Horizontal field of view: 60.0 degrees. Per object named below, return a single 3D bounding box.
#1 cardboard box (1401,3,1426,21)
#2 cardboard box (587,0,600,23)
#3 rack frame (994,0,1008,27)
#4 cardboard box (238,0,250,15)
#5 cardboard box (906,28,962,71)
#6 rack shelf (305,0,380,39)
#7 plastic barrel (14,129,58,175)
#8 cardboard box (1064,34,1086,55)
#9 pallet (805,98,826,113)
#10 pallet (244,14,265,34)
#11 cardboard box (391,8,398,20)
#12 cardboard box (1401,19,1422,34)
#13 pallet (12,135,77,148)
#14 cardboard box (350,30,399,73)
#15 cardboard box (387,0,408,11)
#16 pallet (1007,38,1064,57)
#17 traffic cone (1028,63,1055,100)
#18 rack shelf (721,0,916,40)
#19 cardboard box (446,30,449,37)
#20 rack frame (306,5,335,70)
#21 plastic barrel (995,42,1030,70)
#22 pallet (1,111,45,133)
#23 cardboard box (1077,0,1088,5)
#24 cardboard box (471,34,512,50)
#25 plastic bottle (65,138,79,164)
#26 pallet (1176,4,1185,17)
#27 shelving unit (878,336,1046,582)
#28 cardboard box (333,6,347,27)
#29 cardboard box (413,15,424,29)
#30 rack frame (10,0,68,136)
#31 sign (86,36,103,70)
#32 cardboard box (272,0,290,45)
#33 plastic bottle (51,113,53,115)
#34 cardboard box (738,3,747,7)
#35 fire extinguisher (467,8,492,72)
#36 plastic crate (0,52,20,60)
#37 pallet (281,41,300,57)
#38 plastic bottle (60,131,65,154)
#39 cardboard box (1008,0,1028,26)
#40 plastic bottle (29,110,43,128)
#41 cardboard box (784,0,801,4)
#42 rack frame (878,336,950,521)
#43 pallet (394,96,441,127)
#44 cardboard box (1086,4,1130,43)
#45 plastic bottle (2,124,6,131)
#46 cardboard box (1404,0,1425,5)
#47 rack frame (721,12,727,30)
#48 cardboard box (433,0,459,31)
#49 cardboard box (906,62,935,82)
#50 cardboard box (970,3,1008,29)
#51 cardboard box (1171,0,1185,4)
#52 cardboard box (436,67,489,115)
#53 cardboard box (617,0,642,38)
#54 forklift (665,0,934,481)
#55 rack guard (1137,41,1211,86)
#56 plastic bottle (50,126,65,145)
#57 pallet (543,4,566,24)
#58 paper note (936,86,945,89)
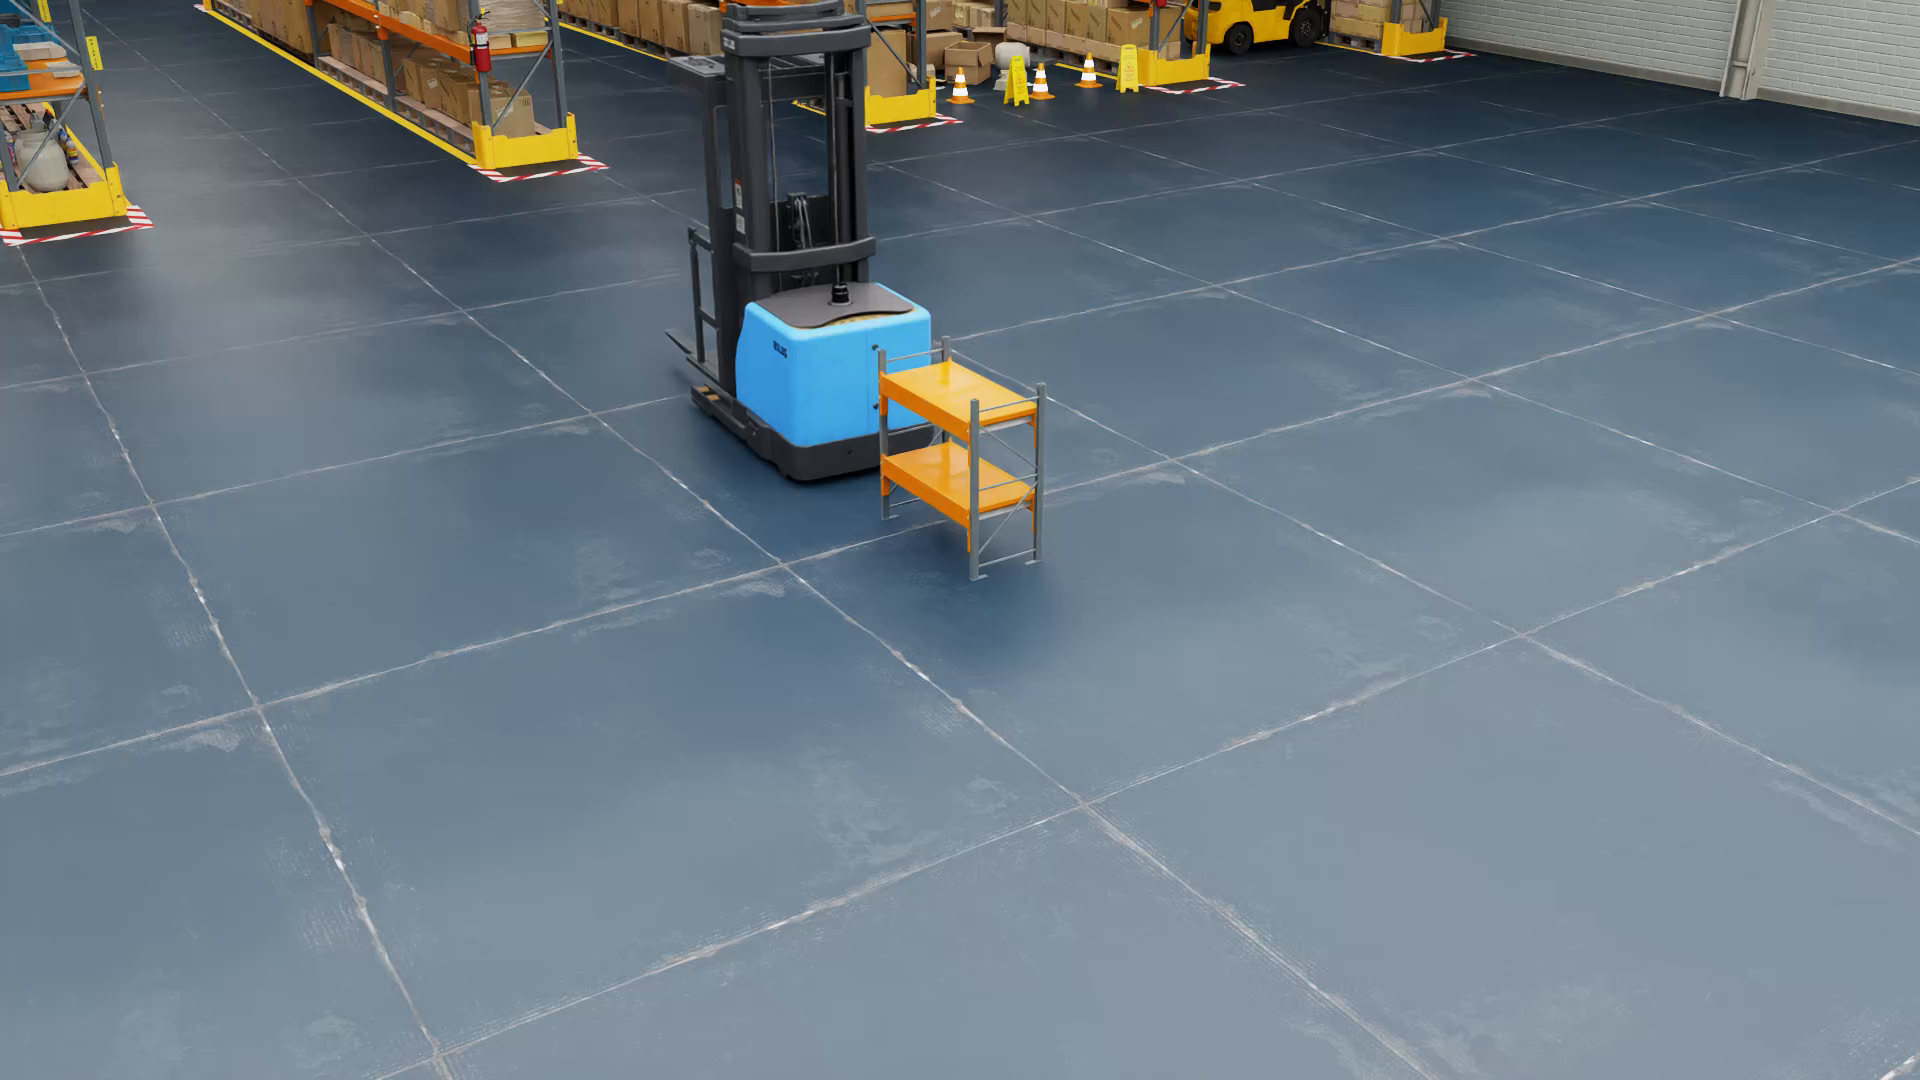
[{"bbox_3d":[7.274,-8.700,27.308,0.500,0.250,0.500,-15,29,-29],"label":"cardboard box"},{"bbox_3d":[-6.118,-9.245,28.755,0.500,0.500,0.500,-14,29,-28],"label":"cardboard box"},{"bbox_3d":[1.016,-9.583,27.036,1.000,3.000,0.127,-16,29,-30],"label":"rack frame"},{"bbox_3d":[-12.439,-9.941,29.791,0.875,0.875,0.875,-16,29,-30],"label":"cardboard box"},{"bbox_3d":[-0.398,-7.456,25.295,0.797,0.637,0.503,-16,29,-30],"label":"cardboard box"},{"bbox_3d":[-8.379,-7.664,23.813,1.077,0.370,4.000,-16,29,-30],"label":"rack shelf"},{"bbox_3d":[-9.950,-4.150,17.950,0.421,0.512,0.421,0,25,0],"label":"plastic barrel"},{"bbox_3d":[1.967,-7.698,25.772,0.500,0.250,0.500,-17,30,-31],"label":"cardboard box"},{"bbox_3d":[-1.394,-5.969,22.648,1.003,0.211,1.213,-16,29,-30],"label":"pallet"},{"bbox_3d":[-12.004,-9.164,29.415,1.003,0.211,1.213,-16,29,-30],"label":"pallet"},{"bbox_3d":[-7.136,-6.838,21.514,0.380,0.149,0.250,-16,29,-30],"label":"cardboard box"},{"bbox_3d":[7.252,-8.478,27.424,0.500,0.250,0.500,-15,29,-29],"label":"cardboard box"},{"bbox_3d":[-11.105,-4.608,19.765,1.003,0.211,1.213,-16,29,-30],"label":"pallet"},{"bbox_3d":[-8.459,-7.141,24.276,0.700,0.500,0.500,-13,28,-25],"label":"cardboard box"},{"bbox_3d":[-6.850,-7.091,21.291,0.875,0.500,0.500,-16,29,-30],"label":"cardboard box"},{"bbox_3d":[1.413,-8.090,27.140,1.003,0.211,1.213,-16,29,-30],"label":"pallet"},{"bbox_3d":[1.140,-6.478,23.430,0.336,0.463,0.334,-16,29,-30],"label":"traffic cone"},{"bbox_3d":[-1.984,-7.353,23.154,1.077,0.370,4.000,-16,29,-30],"label":"rack shelf"},{"bbox_3d":[-5.973,-6.142,20.041,0.380,0.149,0.250,-16,29,-30],"label":"cardboard box"},{"bbox_3d":[-9.470,-8.704,25.175,1.000,3.000,0.127,-16,29,-30],"label":"rack frame"},{"bbox_3d":[0.804,-7.373,25.373,0.512,0.421,0.421,3,25,6],"label":"plastic barrel"},{"bbox_3d":[-11.898,-5.130,20.870,1.003,0.211,1.213,-16,29,-30],"label":"pallet"},{"bbox_3d":[2.010,-8.258,25.320,0.380,0.149,0.250,-14,29,-27],"label":"cardboard box"},{"bbox_3d":[-5.432,-5.783,19.281,0.380,0.149,0.250,-16,29,-30],"label":"cardboard box"},{"bbox_3d":[-9.982,-4.375,18.684,0.097,0.271,0.097,0,25,0],"label":"plastic bottle"},{"bbox_3d":[4.738,-9.735,30.623,1.003,0.211,1.213,-16,29,-30],"label":"pallet"},{"bbox_3d":[-0.004,-0.511,10.015,0.538,1.125,1.048,-16,29,-30],"label":"shelving unit"},{"bbox_3d":[-9.080,-7.879,24.961,0.500,0.250,0.500,-14,29,-28],"label":"cardboard box"},{"bbox_3d":[-6.591,-6.480,20.756,0.380,0.149,0.250,-16,29,-30],"label":"cardboard box"},{"bbox_3d":[-11.437,-6.119,19.699,1.000,3.000,0.127,-16,29,-30],"label":"rack frame"},{"bbox_3d":[-8.790,-4.940,16.877,0.100,0.325,0.005,-16,29,-30],"label":"sign"},{"bbox_3d":[-10.310,-8.506,26.751,1.225,0.875,0.875,-15,29,-29],"label":"cardboard box"},{"bbox_3d":[-10.898,-4.995,19.983,0.061,0.283,0.133,-14,29,-27],"label":"plastic bottle"},{"bbox_3d":[-2.791,-7.381,24.369,0.875,0.875,0.875,-15,29,-29],"label":"cardboard box"},{"bbox_3d":[-5.427,-5.659,18.815,0.296,0.674,0.183,-16,29,-30],"label":"fire extinguisher"},{"bbox_3d":[-10.127,-4.964,17.426,0.499,0.251,0.408,-16,29,-30],"label":"plastic crate"},{"bbox_3d":[-10.500,-8.179,27.328,1.003,0.211,1.213,-16,29,-30],"label":"pallet"},{"bbox_3d":[-10.223,-4.533,19.020,0.097,0.271,0.097,0,25,0],"label":"plastic bottle"},{"bbox_3d":[1.112,-8.595,26.793,0.500,0.500,0.500,-14,29,-27],"label":"cardboard box"},{"bbox_3d":[-10.964,-4.924,19.754,0.144,0.351,0.185,-16,29,-30],"label":"plastic bottle"},{"bbox_3d":[-1.976,-7.754,22.985,0.875,0.550,0.500,-16,29,-30],"label":"cardboard box"},{"bbox_3d":[-0.281,-0.693,10.400,0.500,1.125,0.032,-16,29,-30],"label":"rack frame"},{"bbox_3d":[-6.891,-5.781,22.248,1.003,0.211,1.213,-16,29,-30],"label":"pallet"},{"bbox_3d":[2.256,-7.850,25.215,0.500,0.500,0.500,-14,29,-28],"label":"cardboard box"},{"bbox_3d":[-11.223,-4.769,19.425,0.144,0.351,0.185,-16,29,-30],"label":"plastic bottle"},{"bbox_3d":[7.253,-8.925,27.200,0.500,0.250,0.500,-16,30,-30],"label":"cardboard box"},{"bbox_3d":[-3.076,-8.393,24.516,1.000,3.000,0.127,-16,29,-30],"label":"rack frame"},{"bbox_3d":[-5.754,-6.377,19.778,0.875,0.500,0.500,-16,29,-30],"label":"cardboard box"},{"bbox_3d":[-0.594,-6.971,24.706,0.396,0.266,0.258,-10,27,-21],"label":"cardboard box"},{"bbox_3d":[0.728,-8.772,27.903,0.950,0.372,0.625,-15,29,-29],"label":"cardboard box"},{"bbox_3d":[4.462,-10.320,30.888,0.875,0.625,0.625,-16,30,-30],"label":"cardboard box"},{"bbox_3d":[-6.378,-5.774,21.403,0.500,0.500,0.500,-19,31,-34],"label":"cardboard box"},{"bbox_3d":[-5.002,-8.758,27.431,1.050,0.750,0.750,-16,30,-30],"label":"cardboard box"},{"bbox_3d":[-1.330,-2.307,11.703,1.130,2.935,3.031,-13,28,-26],"label":"forklift"},{"bbox_3d":[3.158,-7.049,24.596,1.175,0.500,0.348,-16,29,-30],"label":"rack guard"},{"bbox_3d":[-10.477,-4.680,19.325,0.152,0.276,0.135,-15,29,-29],"label":"plastic bottle"},{"bbox_3d":[-7.017,-9.716,30.583,1.003,0.211,1.213,-16,29,-30],"label":"pallet"},{"bbox_3d":[-0.303,-6.561,24.114,0.144,0.017,0.142,-6,26,-12],"label":"paper note"}]
